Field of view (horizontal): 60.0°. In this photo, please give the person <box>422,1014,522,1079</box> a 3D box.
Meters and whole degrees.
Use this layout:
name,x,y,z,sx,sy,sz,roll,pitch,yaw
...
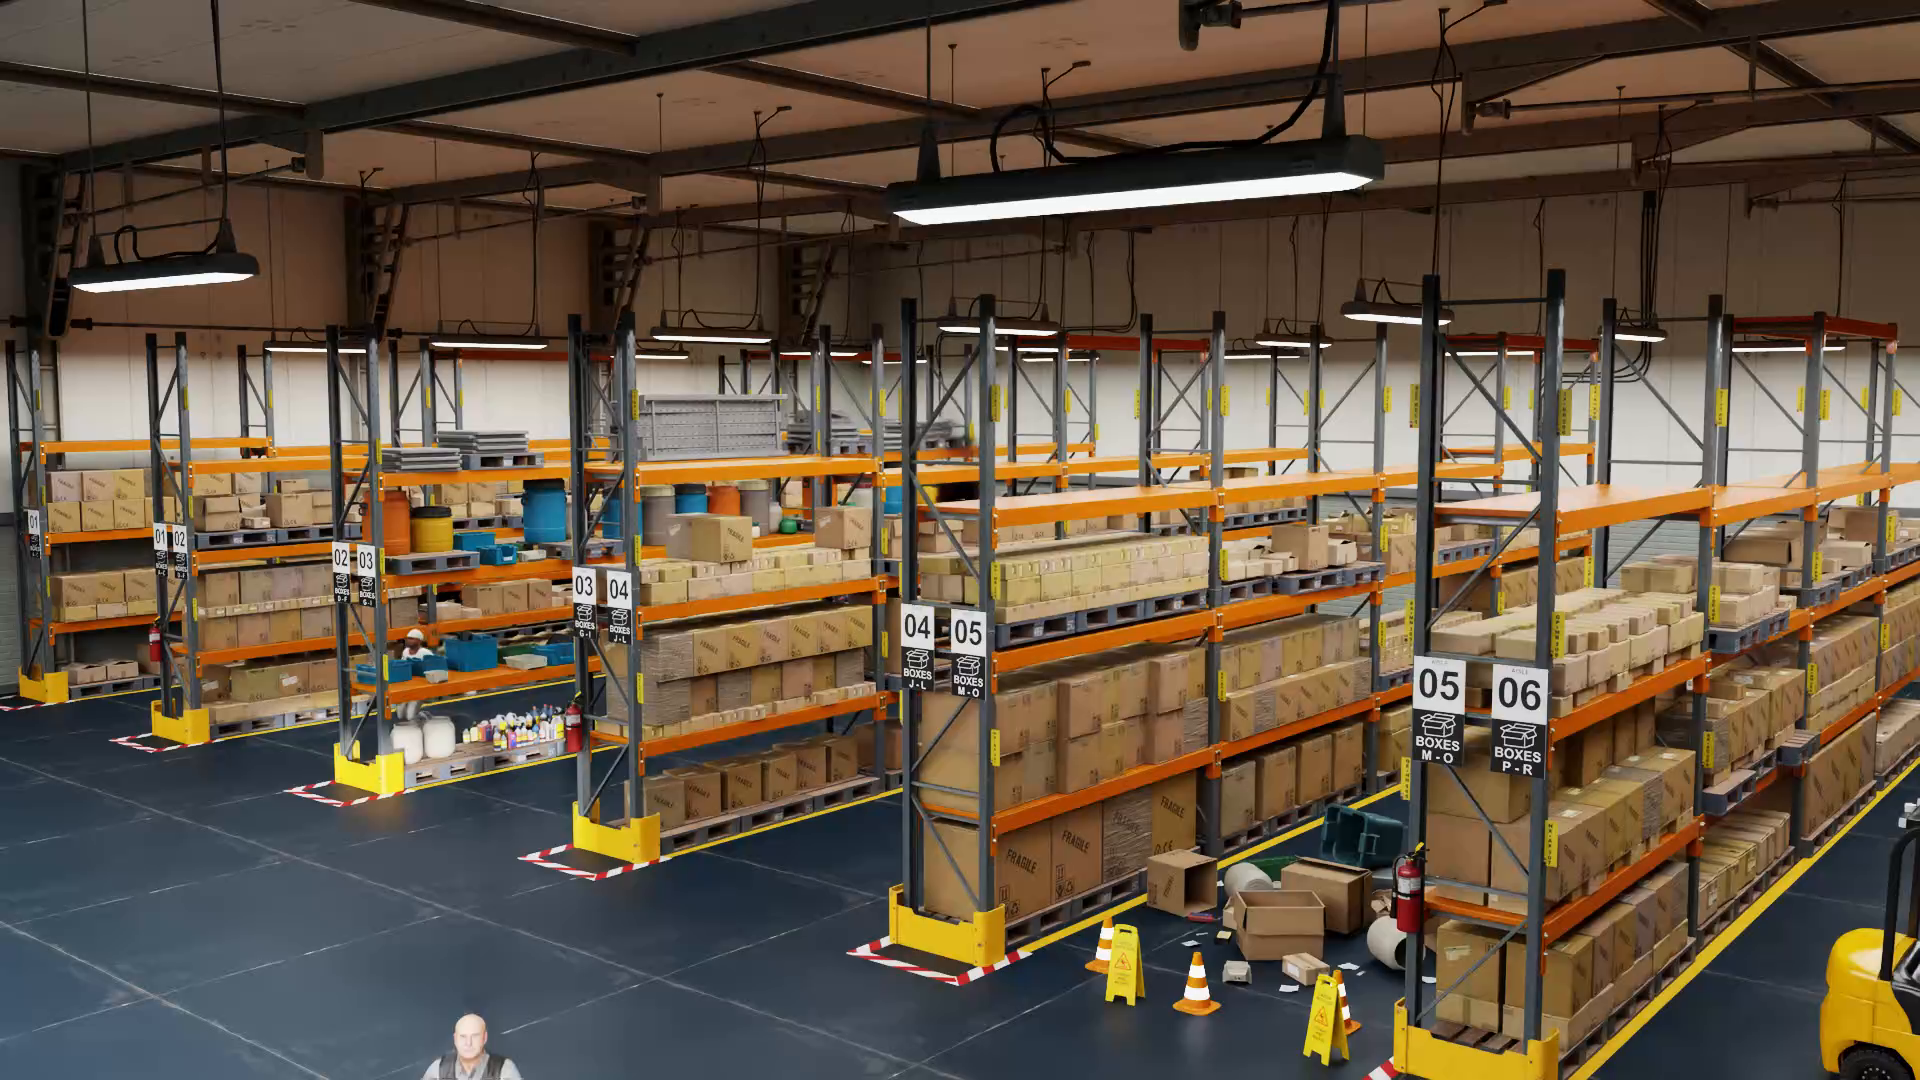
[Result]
name,x,y,z,sx,sy,sz,roll,pitch,yaw
person,-2.719,3.491,9.296,0.662,1.721,0.880,-1,5,-10

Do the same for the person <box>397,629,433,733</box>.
name,x,y,z,sx,sy,sz,roll,pitch,yaw
person,-7.888,2.146,24.118,0.705,1.718,0.586,3,6,26
